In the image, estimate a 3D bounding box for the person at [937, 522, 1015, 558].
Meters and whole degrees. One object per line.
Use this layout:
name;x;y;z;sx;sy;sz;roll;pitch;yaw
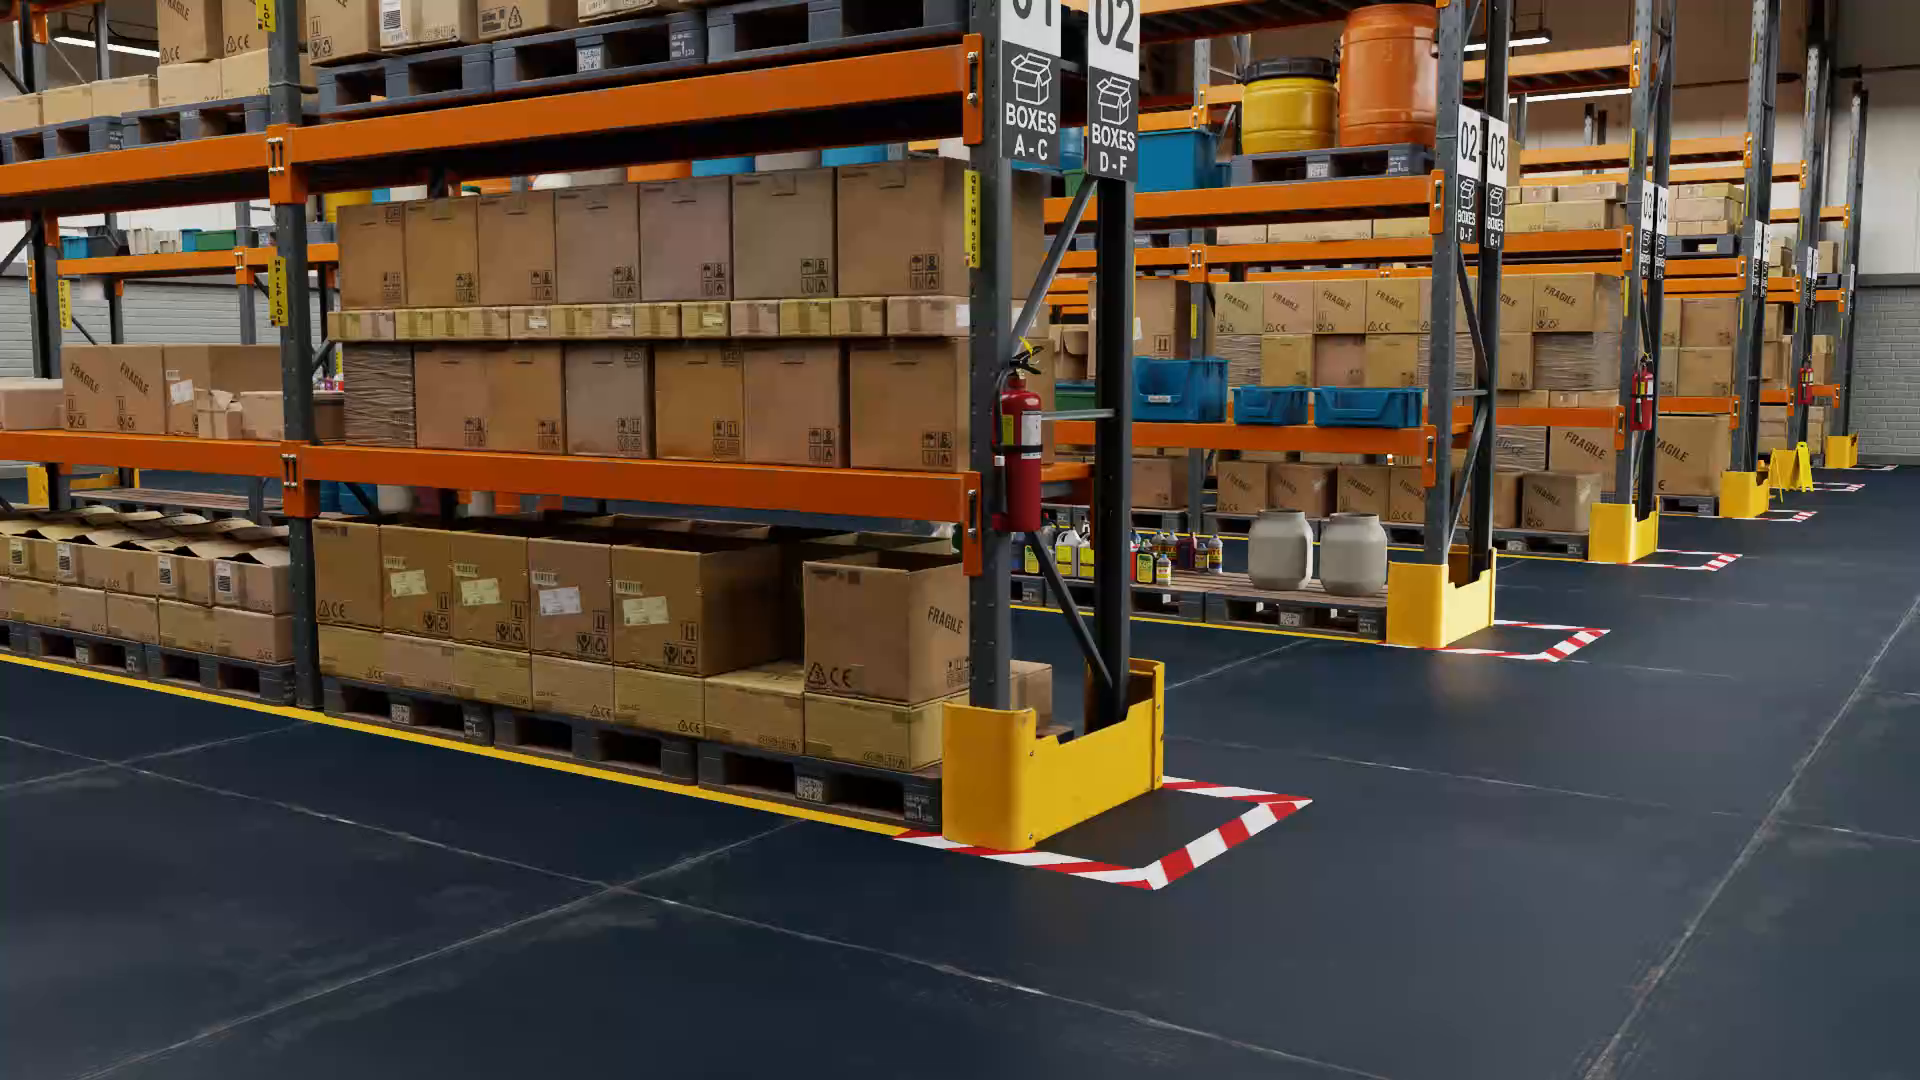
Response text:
person;0.059;-0.080;8.286;0.563;1.789;0.638;4;7;33
